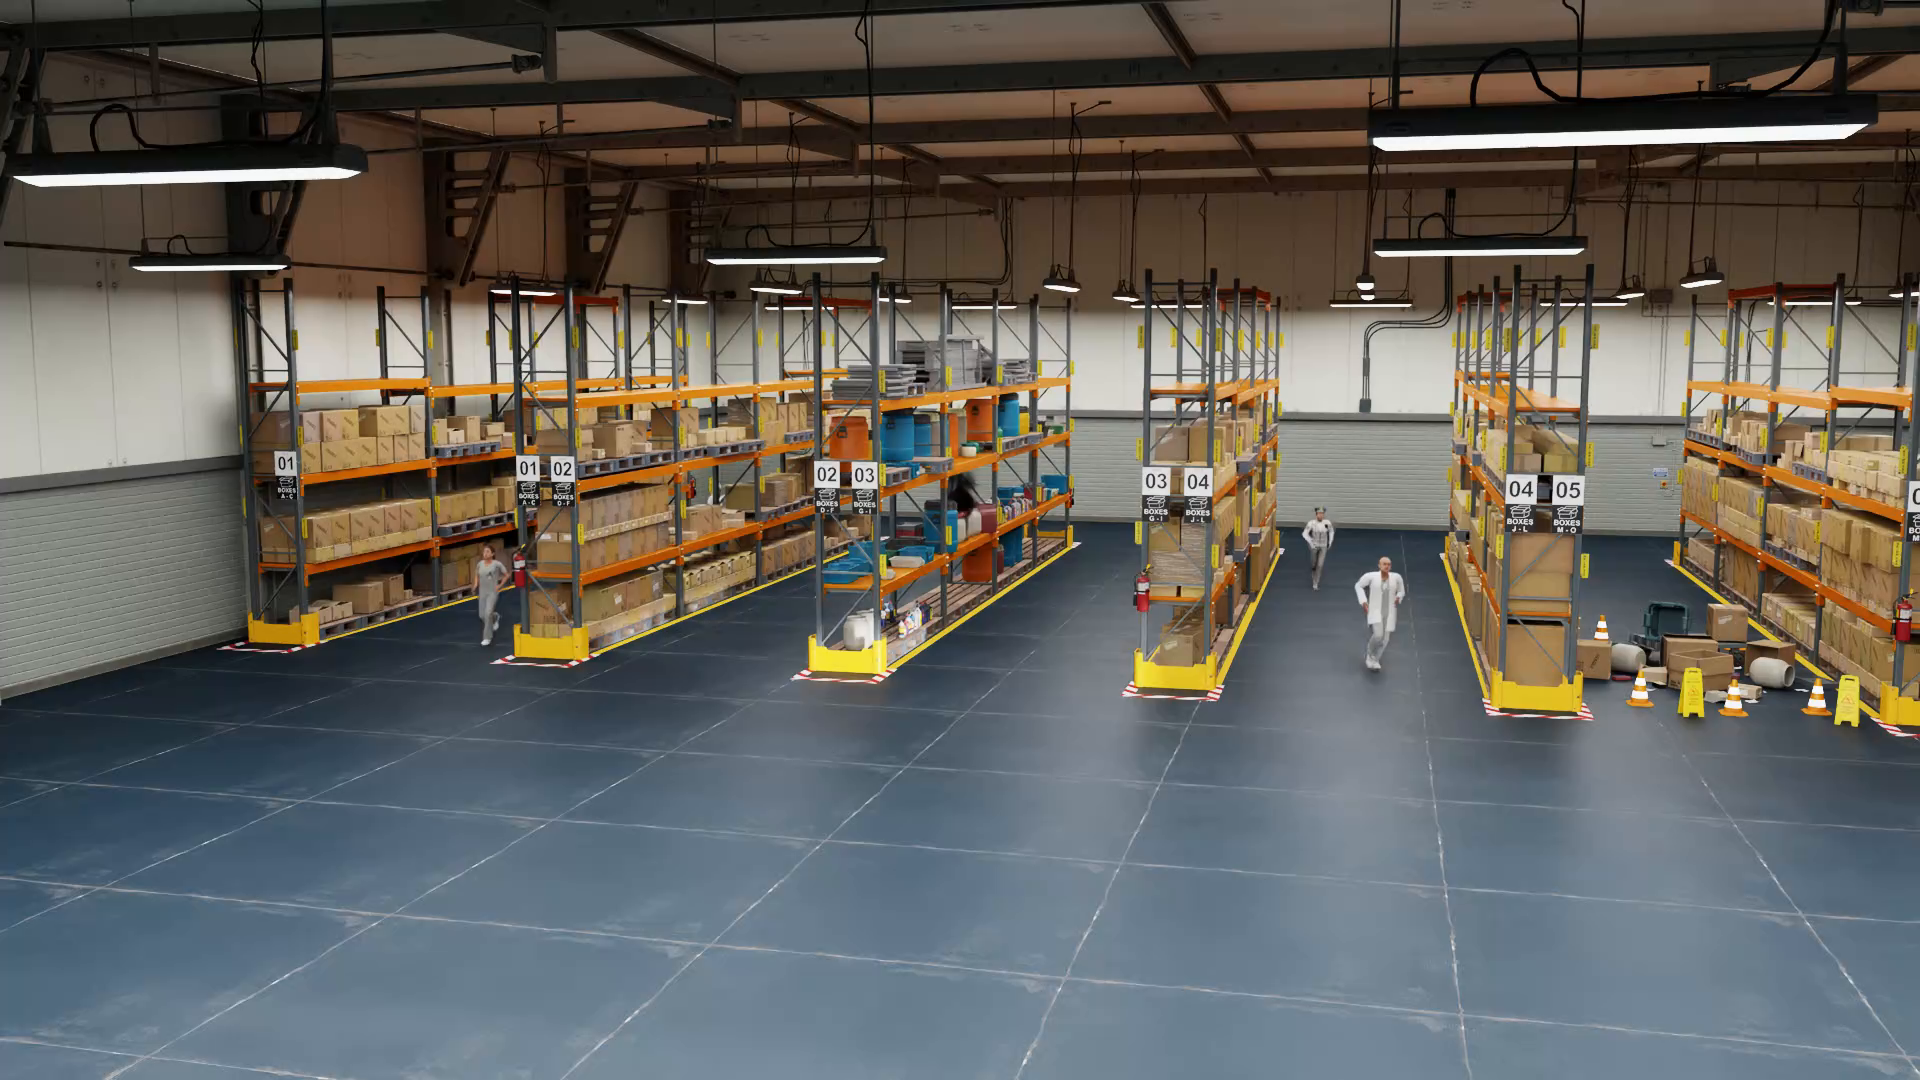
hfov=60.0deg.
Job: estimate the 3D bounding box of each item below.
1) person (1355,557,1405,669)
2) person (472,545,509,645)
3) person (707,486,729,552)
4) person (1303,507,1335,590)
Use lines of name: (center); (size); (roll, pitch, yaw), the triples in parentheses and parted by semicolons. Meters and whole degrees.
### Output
person: (6.384, 1.120, 25.174); (0.696, 1.737, 0.704); (0, 7, -4)
person: (-7.797, 0.899, 27.694); (0.569, 1.638, 0.697); (1, 7, 9)
person: (-5.463, -0.379, 37.680); (0.649, 1.791, 1.156); (2, 7, 13)
person: (7.278, 0.144, 33.761); (0.642, 1.682, 0.828); (1, 7, 7)
